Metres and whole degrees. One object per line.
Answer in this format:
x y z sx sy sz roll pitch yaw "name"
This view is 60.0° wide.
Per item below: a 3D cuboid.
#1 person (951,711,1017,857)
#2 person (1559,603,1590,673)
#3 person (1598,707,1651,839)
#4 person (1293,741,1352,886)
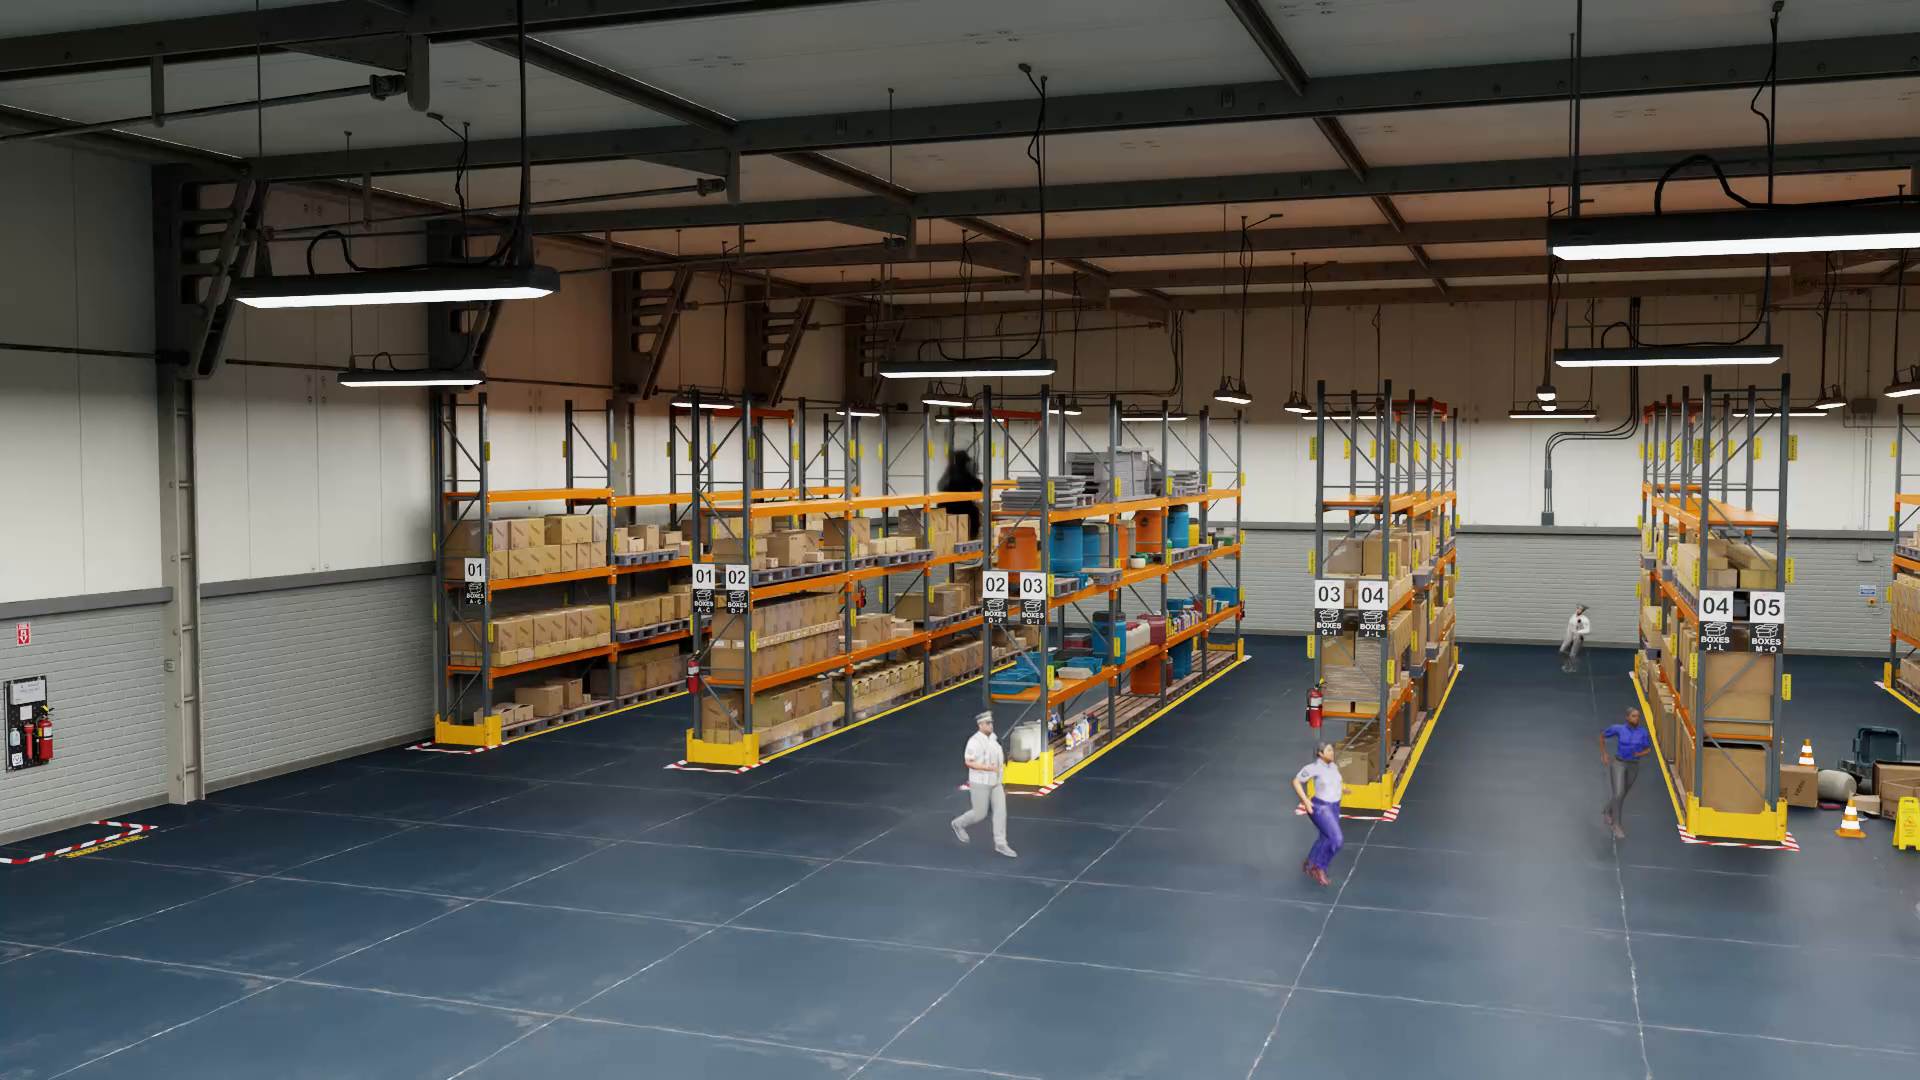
0.312 3.008 20.705 0.954 1.780 0.664 3 4 42 "person"
13.826 2.206 37.361 0.552 1.608 0.702 -2 4 -32 "person"
8.765 3.029 21.890 0.606 1.677 0.878 0 3 -2 "person"
4.242 3.162 19.247 0.663 1.660 0.577 3 4 44 "person"
